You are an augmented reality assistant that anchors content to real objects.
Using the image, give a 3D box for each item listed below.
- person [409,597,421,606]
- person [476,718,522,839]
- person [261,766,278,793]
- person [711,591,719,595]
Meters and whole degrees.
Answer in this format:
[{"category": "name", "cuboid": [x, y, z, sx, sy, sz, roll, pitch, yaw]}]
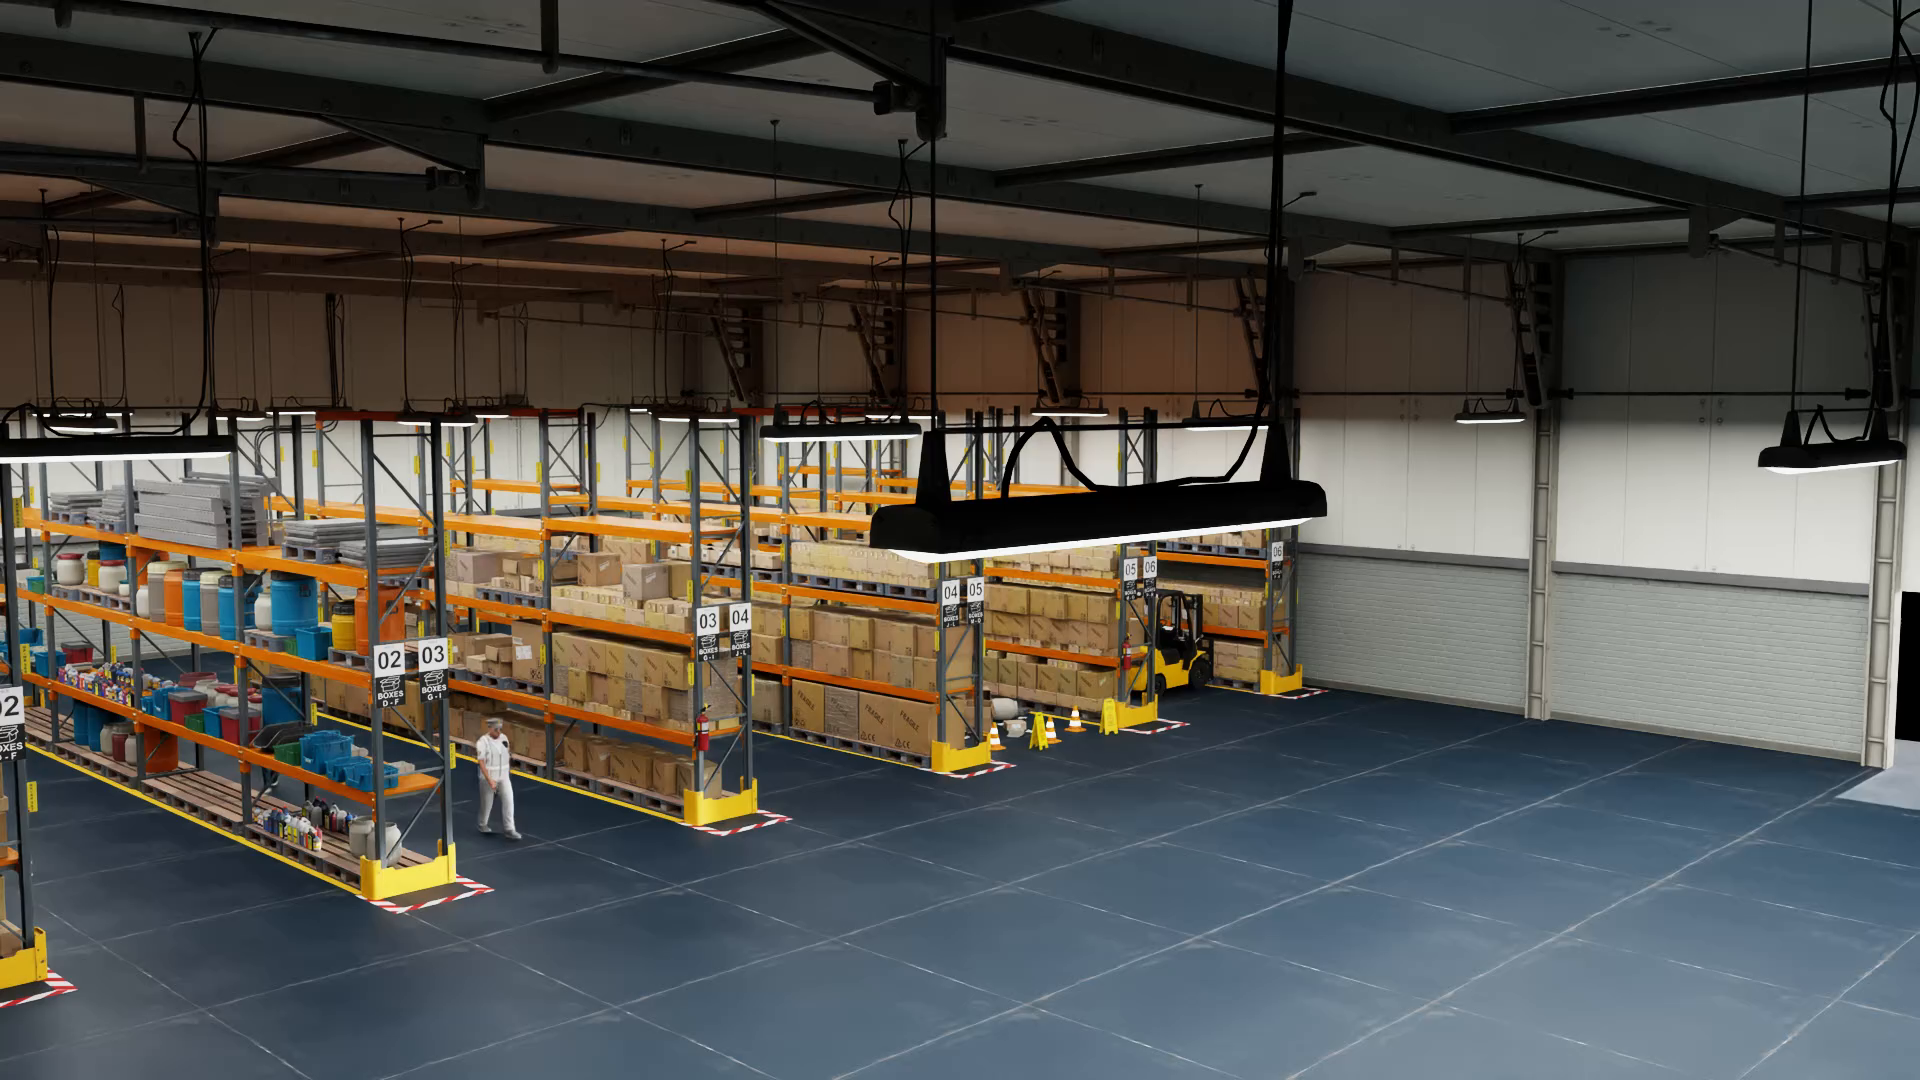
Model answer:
[{"category": "person", "cuboid": [-12.798, 2.029, 39.054, 0.441, 1.647, 0.745, 1, 5, 6]}, {"category": "person", "cuboid": [-6.582, 3.375, 23.664, 0.539, 1.687, 1.000, -4, 7, -41]}, {"category": "person", "cuboid": [-10.992, 3.199, 26.387, 0.378, 1.543, 0.944, -3, 6, -29]}, {"category": "person", "cuboid": [-5.570, 2.080, 38.252, 0.480, 1.832, 0.621, 0, 5, 0]}]
